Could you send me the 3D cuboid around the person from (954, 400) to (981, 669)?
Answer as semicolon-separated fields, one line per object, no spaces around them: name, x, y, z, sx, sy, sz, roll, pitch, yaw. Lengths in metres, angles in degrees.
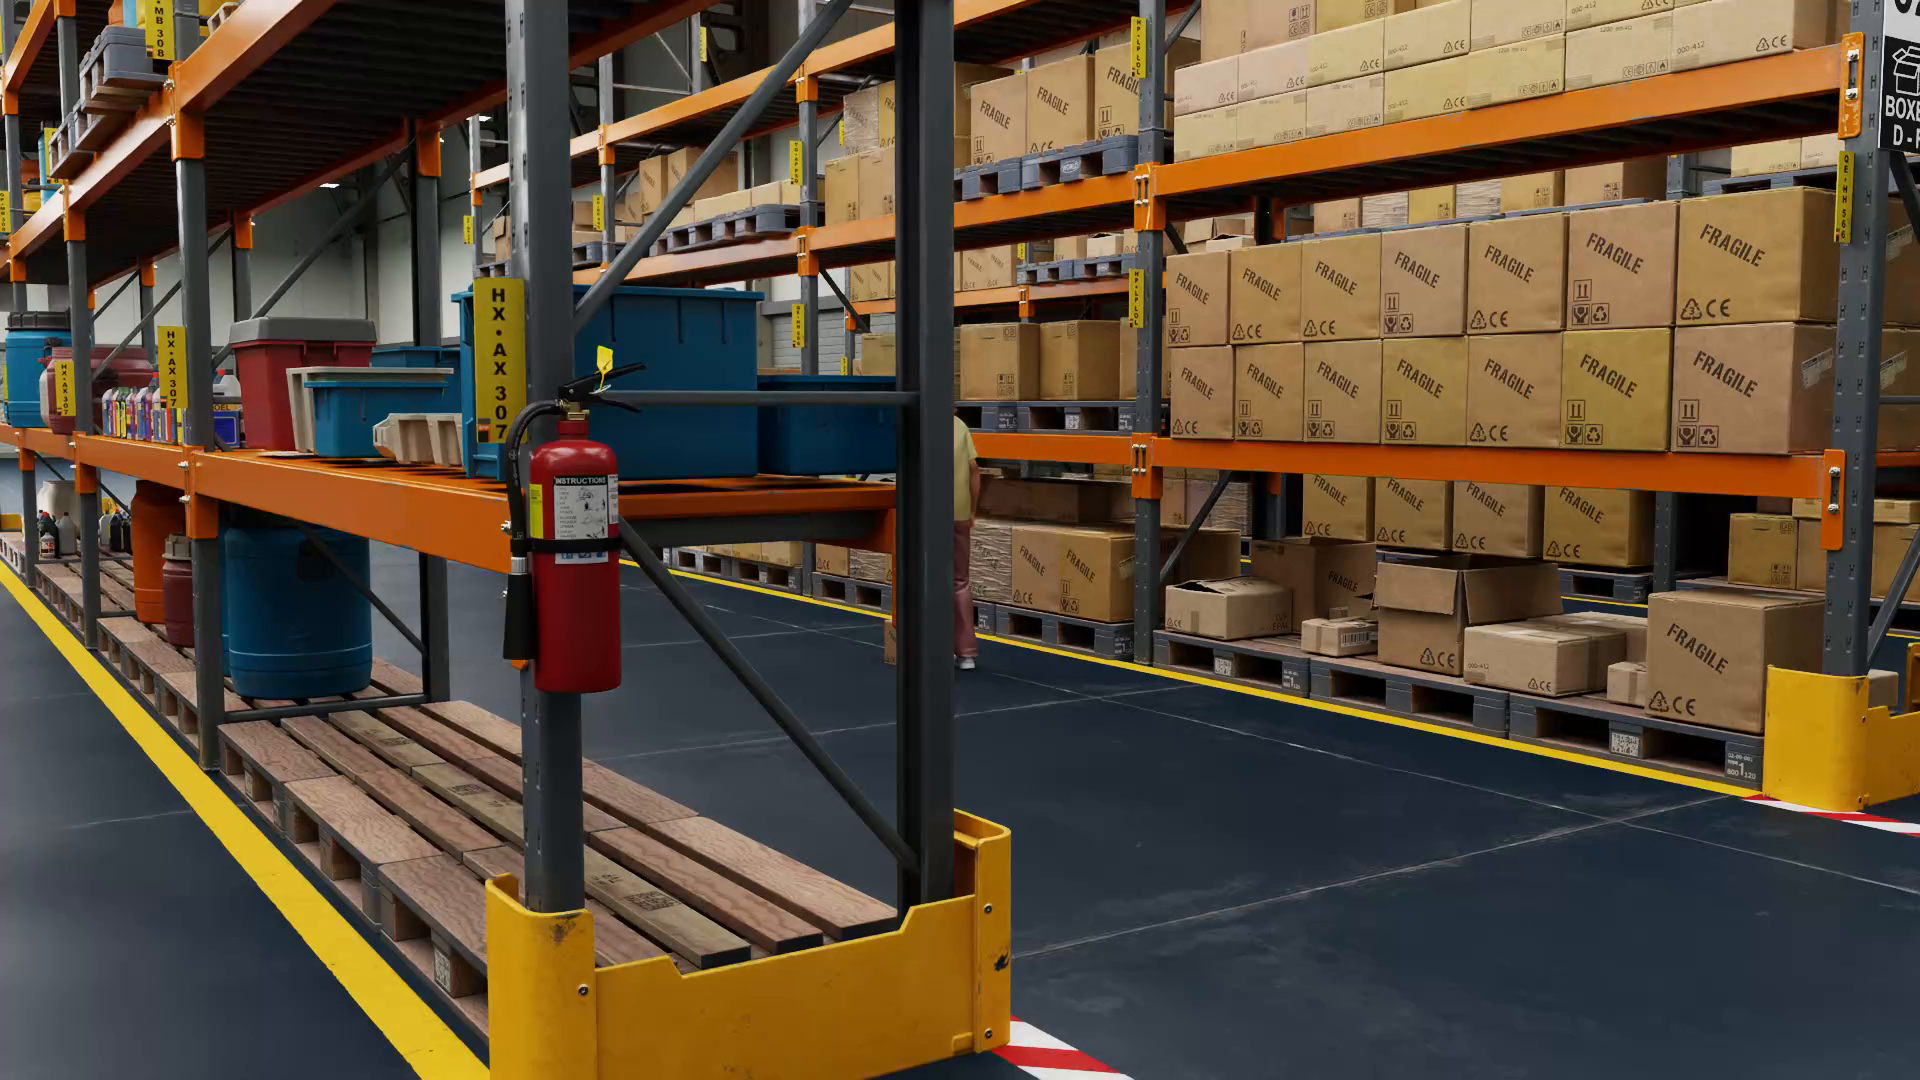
person;-0.124;-0.103;9.283;0.506;1.672;0.352;-3;6;-34
